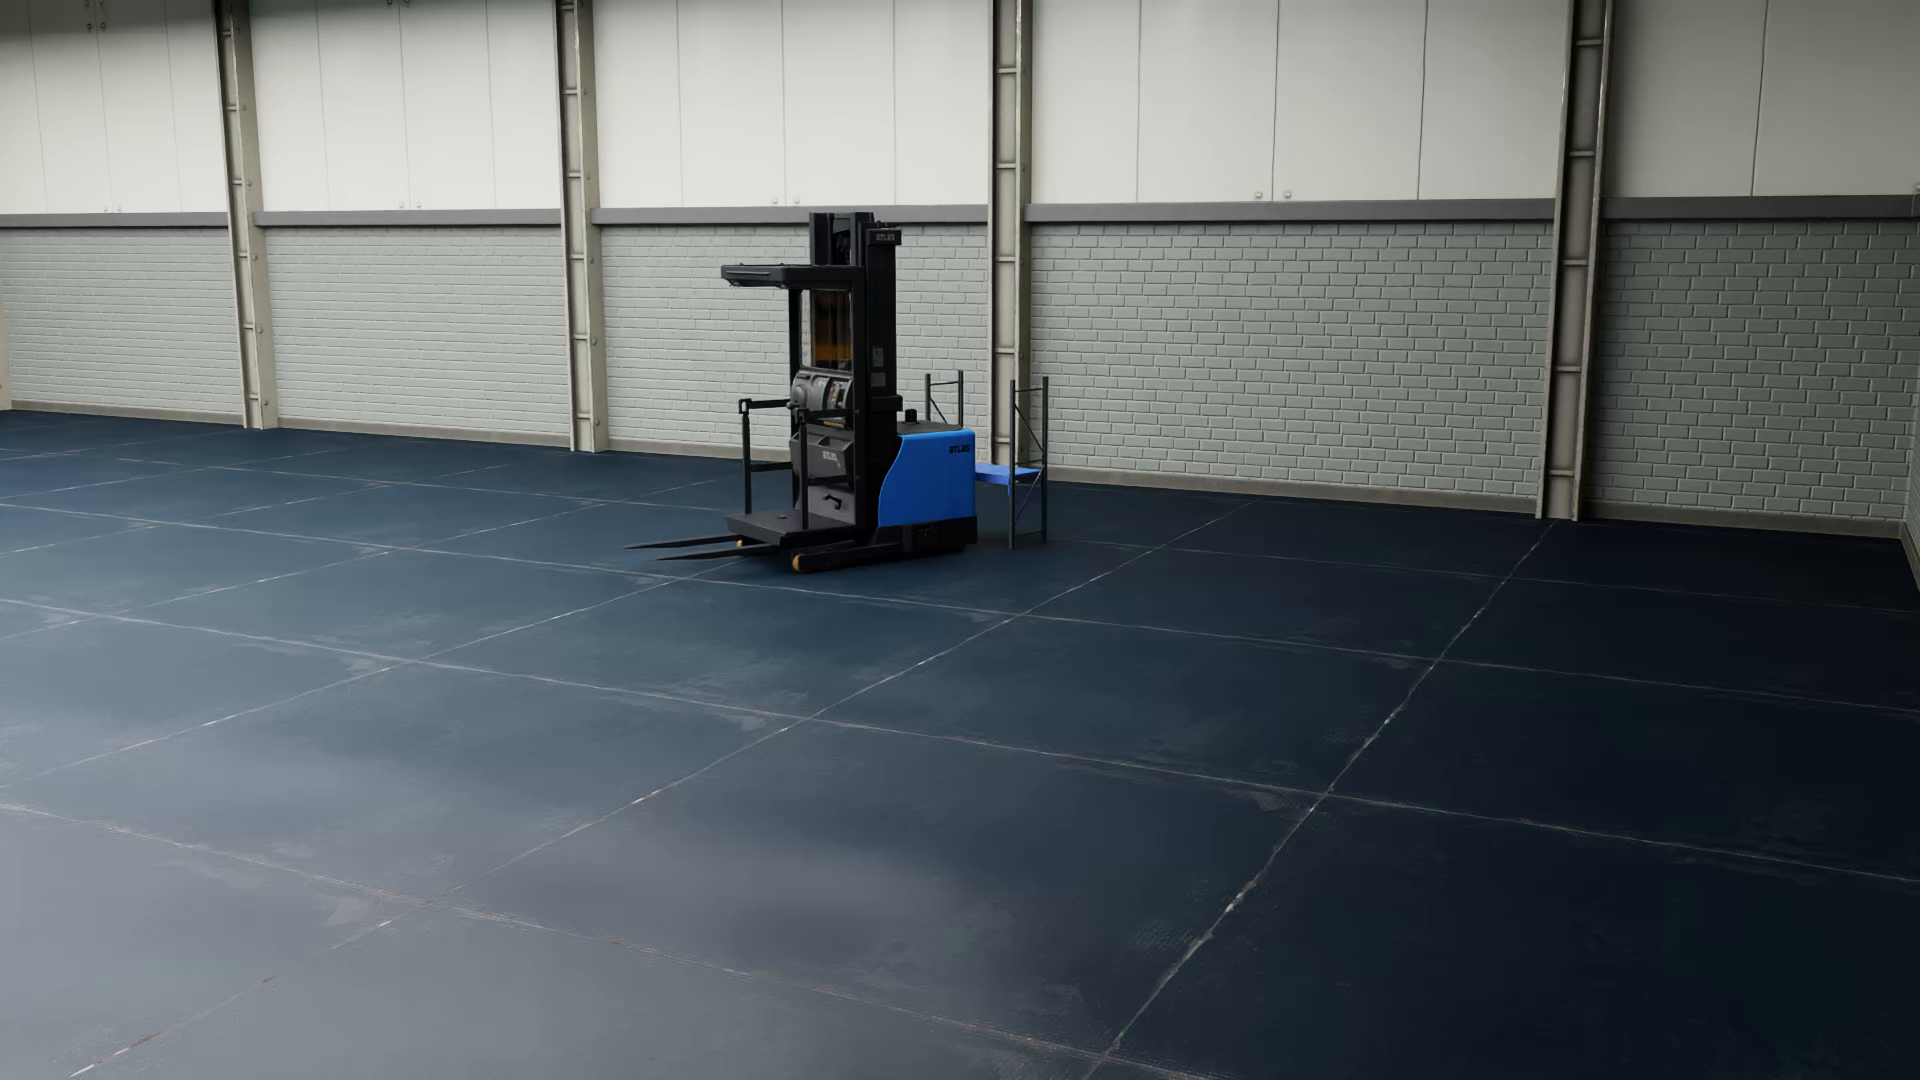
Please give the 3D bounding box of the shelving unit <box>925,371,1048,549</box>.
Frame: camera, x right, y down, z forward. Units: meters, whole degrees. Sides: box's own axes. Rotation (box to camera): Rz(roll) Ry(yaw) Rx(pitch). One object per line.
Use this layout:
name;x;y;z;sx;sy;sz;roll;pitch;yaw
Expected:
shelving unit;0.235;-0.755;15.188;1.048;1.500;0.538;9;14;41

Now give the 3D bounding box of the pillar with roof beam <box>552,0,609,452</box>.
pillar with roof beam;-6.734;-4.912;17.103;0.400;9.000;9.100;5;11;26

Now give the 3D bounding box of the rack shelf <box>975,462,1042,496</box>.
rack shelf;0.235;-0.578;15.220;1.000;0.185;0.538;9;14;41

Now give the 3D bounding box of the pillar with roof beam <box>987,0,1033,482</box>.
pillar with roof beam;-1.353;-4.439;14.491;0.400;9.000;9.100;5;11;26

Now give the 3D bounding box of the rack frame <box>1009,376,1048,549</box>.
rack frame;0.614;-0.694;14.855;0.032;1.500;0.500;9;14;41

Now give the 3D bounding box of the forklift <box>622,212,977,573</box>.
forklift;-1.349;-1.274;14.039;3.031;2.935;1.130;-7;12;-34

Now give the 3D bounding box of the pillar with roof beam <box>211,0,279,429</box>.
pillar with roof beam;-12.114;-5.385;19.716;0.400;9.000;9.100;5;11;26

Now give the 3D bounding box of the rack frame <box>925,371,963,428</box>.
rack frame;-0.145;-0.815;15.520;0.032;1.500;0.500;9;14;41

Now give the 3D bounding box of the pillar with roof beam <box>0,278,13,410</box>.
pillar with roof beam;-17.495;-5.858;22.328;0.400;9.000;9.100;5;11;26

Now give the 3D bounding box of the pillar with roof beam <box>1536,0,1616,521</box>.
pillar with roof beam;4.028;-3.966;11.878;0.400;9.000;9.100;5;11;26
